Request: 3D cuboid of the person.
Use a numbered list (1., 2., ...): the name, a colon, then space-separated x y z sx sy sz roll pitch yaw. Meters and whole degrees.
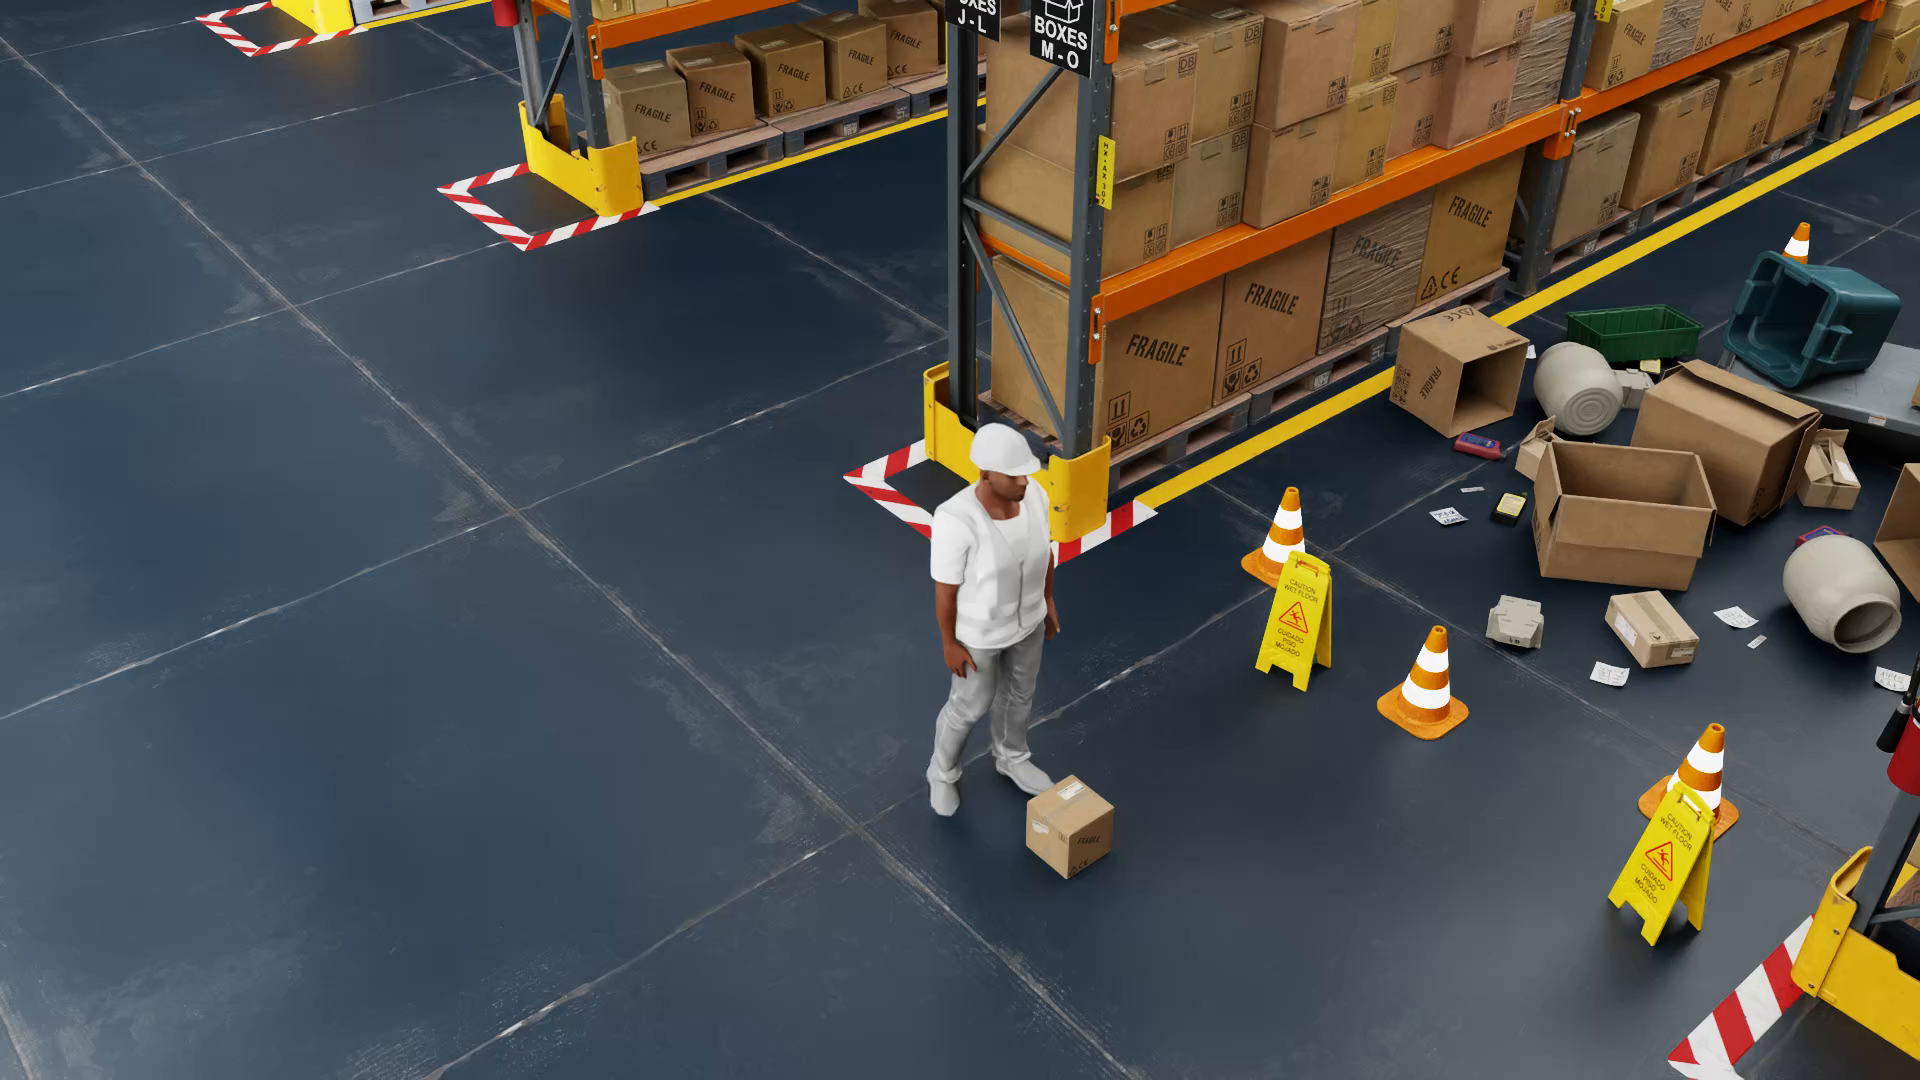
1. person: 0.148 0.347 6.617 0.596 1.817 0.408 -25 43 -31
